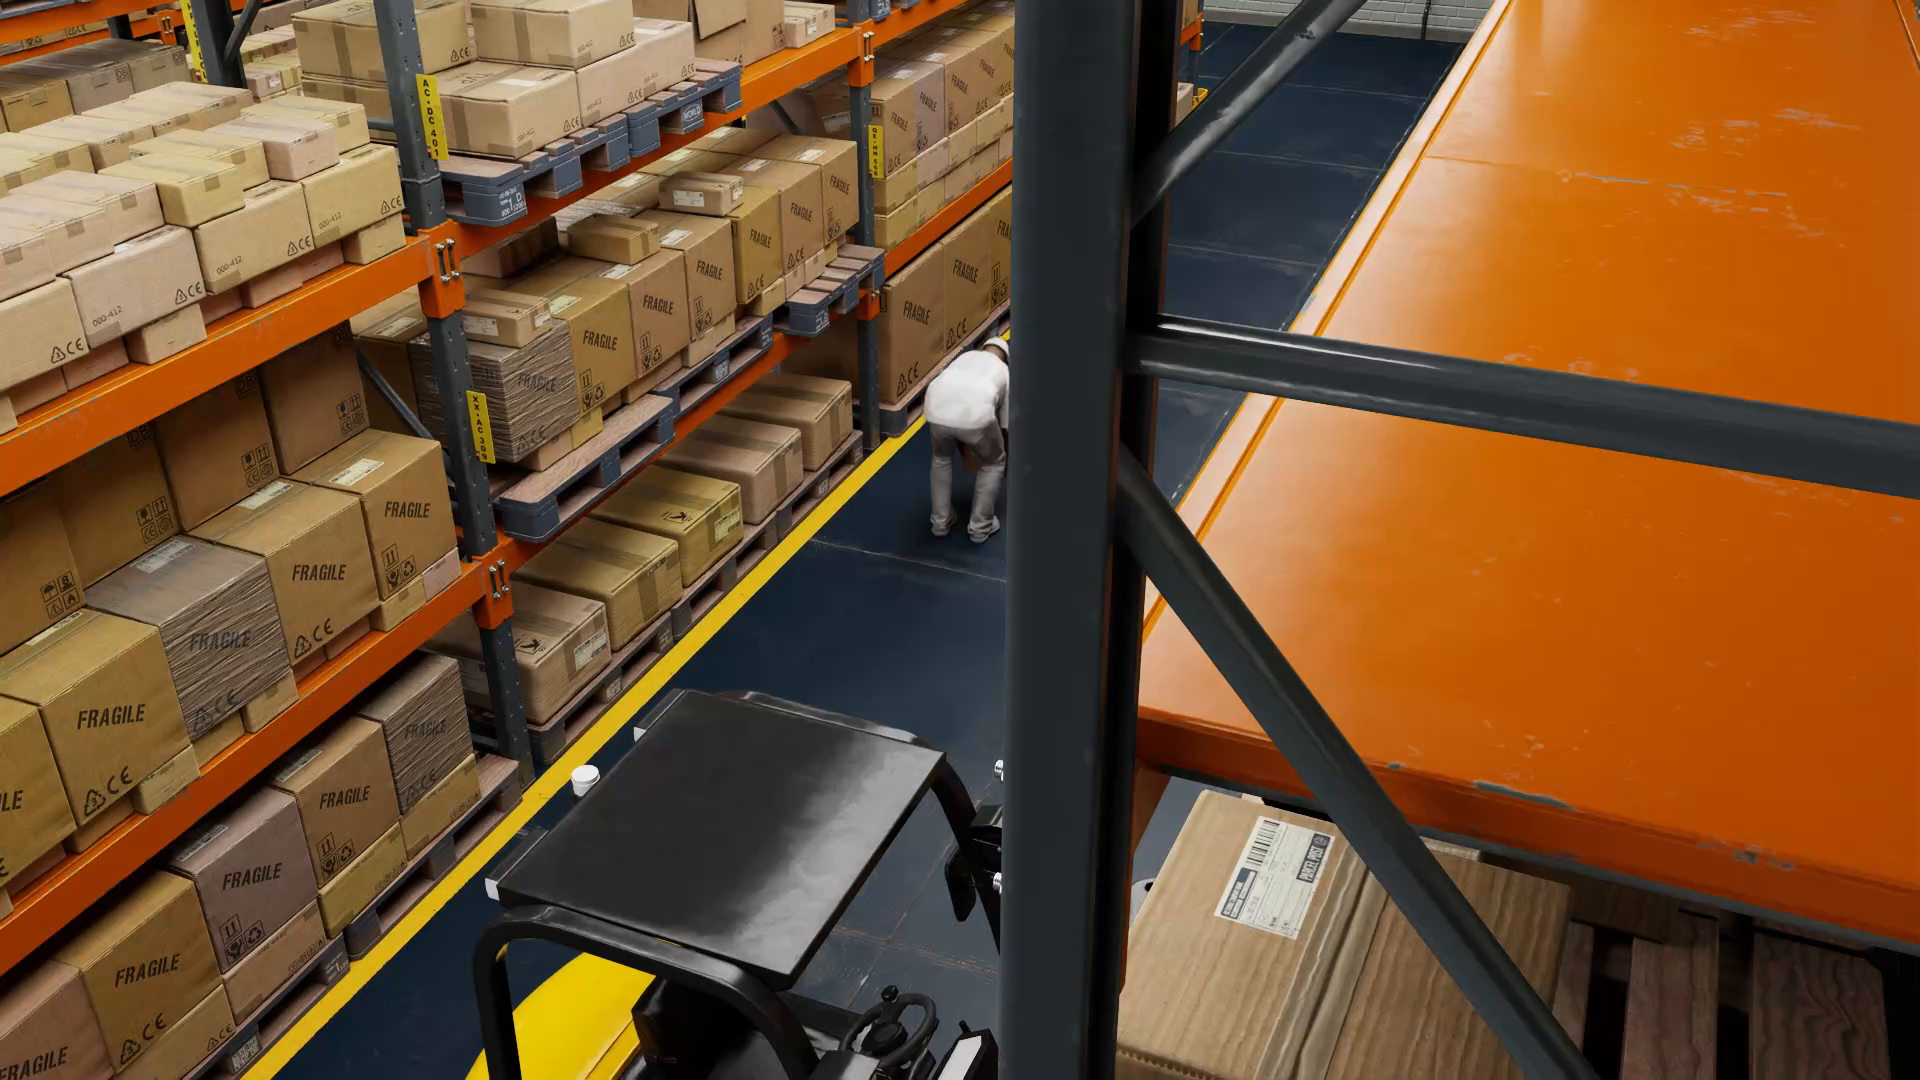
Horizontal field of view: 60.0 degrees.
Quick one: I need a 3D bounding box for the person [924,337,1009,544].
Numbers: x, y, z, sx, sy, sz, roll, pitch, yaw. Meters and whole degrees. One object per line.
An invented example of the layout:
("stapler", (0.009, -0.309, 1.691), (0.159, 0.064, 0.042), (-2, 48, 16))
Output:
("person", (0.092, -0.632, 10.192), (0.480, 1.075, 0.982), (9, 31, 16))
